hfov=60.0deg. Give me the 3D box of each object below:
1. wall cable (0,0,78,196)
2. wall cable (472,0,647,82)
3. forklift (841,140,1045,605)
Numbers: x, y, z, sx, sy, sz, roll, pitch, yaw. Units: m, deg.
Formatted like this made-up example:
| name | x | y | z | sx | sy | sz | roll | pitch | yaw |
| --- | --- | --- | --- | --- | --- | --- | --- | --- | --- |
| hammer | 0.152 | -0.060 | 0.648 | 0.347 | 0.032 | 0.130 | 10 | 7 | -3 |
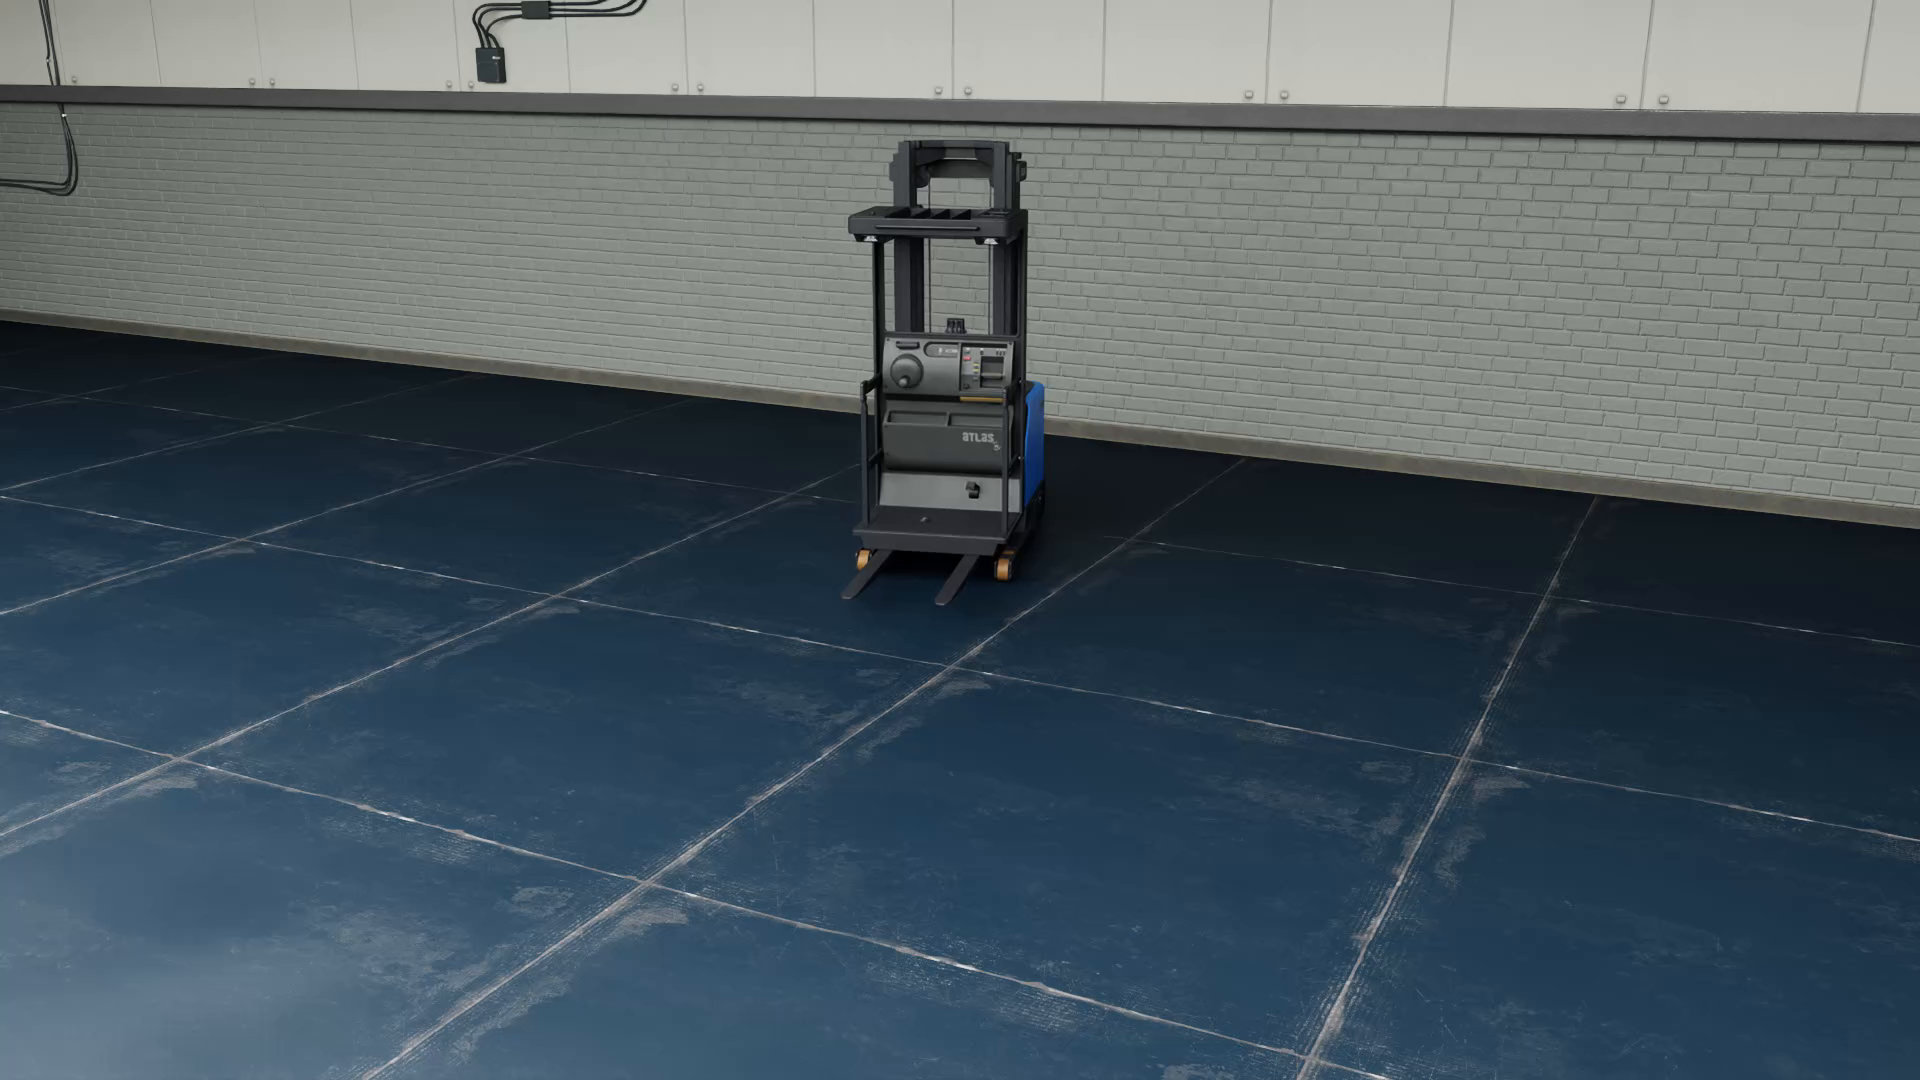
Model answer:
| name | x | y | z | sx | sy | sz | roll | pitch | yaw |
| --- | --- | --- | --- | --- | --- | --- | --- | --- | --- |
| wall cable | -12.606 | -5.742 | 21.506 | 3.097 | 2.526 | 0.112 | 8 | 18 | 25 |
| wall cable | -4.120 | -7.649 | 16.500 | 2.305 | 6.003 | 0.169 | 8 | 18 | 25 |
| forklift | -0.123 | -1.230 | 11.518 | 1.130 | 2.935 | 3.031 | 3 | 17 | 11 |
